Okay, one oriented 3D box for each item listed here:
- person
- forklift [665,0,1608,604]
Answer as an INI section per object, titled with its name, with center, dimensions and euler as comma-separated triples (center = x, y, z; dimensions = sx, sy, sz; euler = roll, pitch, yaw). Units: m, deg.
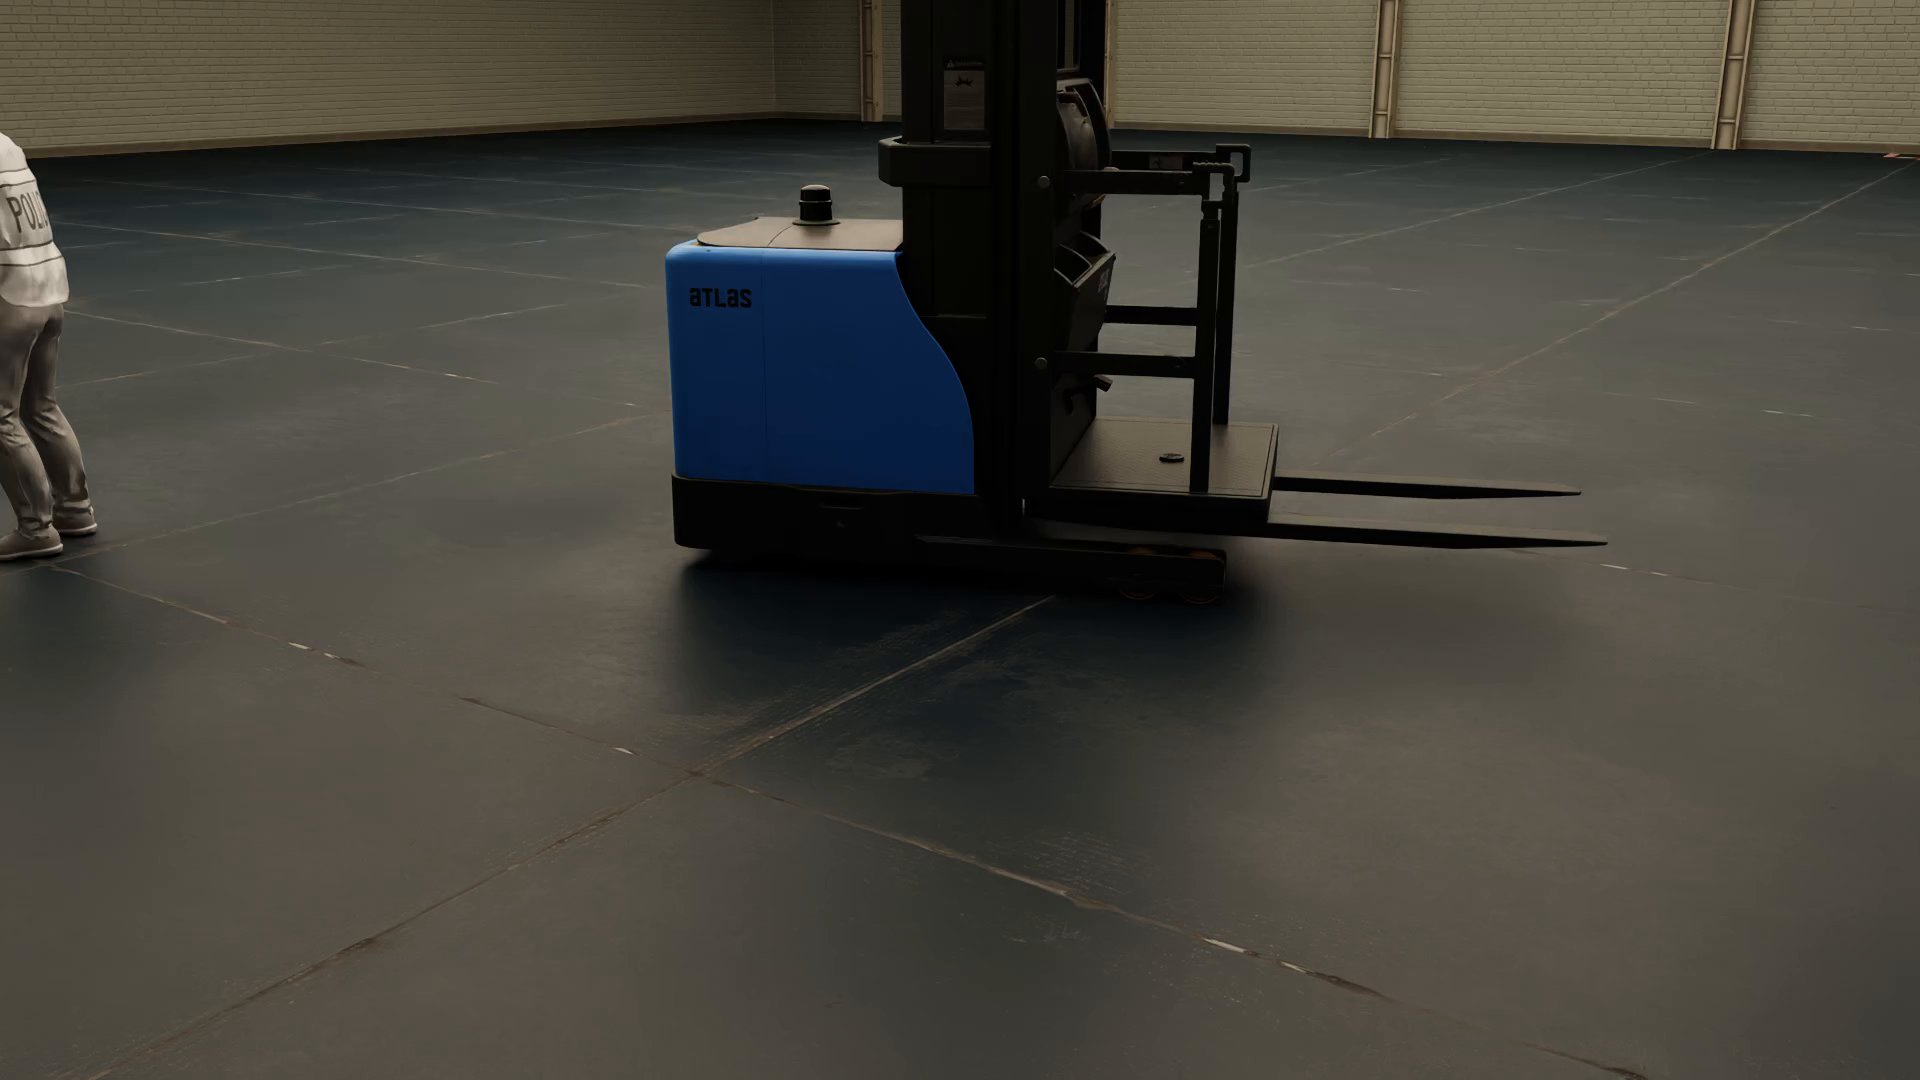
[person]
center = -3.232, -0.769, 5.619
dimensions = 0.376, 1.664, 0.546
euler = -1, 17, -3
[forklift]
center = 0.595, -1.367, 5.404
dimensions = 3.031, 2.935, 1.130
euler = 4, 17, 12
